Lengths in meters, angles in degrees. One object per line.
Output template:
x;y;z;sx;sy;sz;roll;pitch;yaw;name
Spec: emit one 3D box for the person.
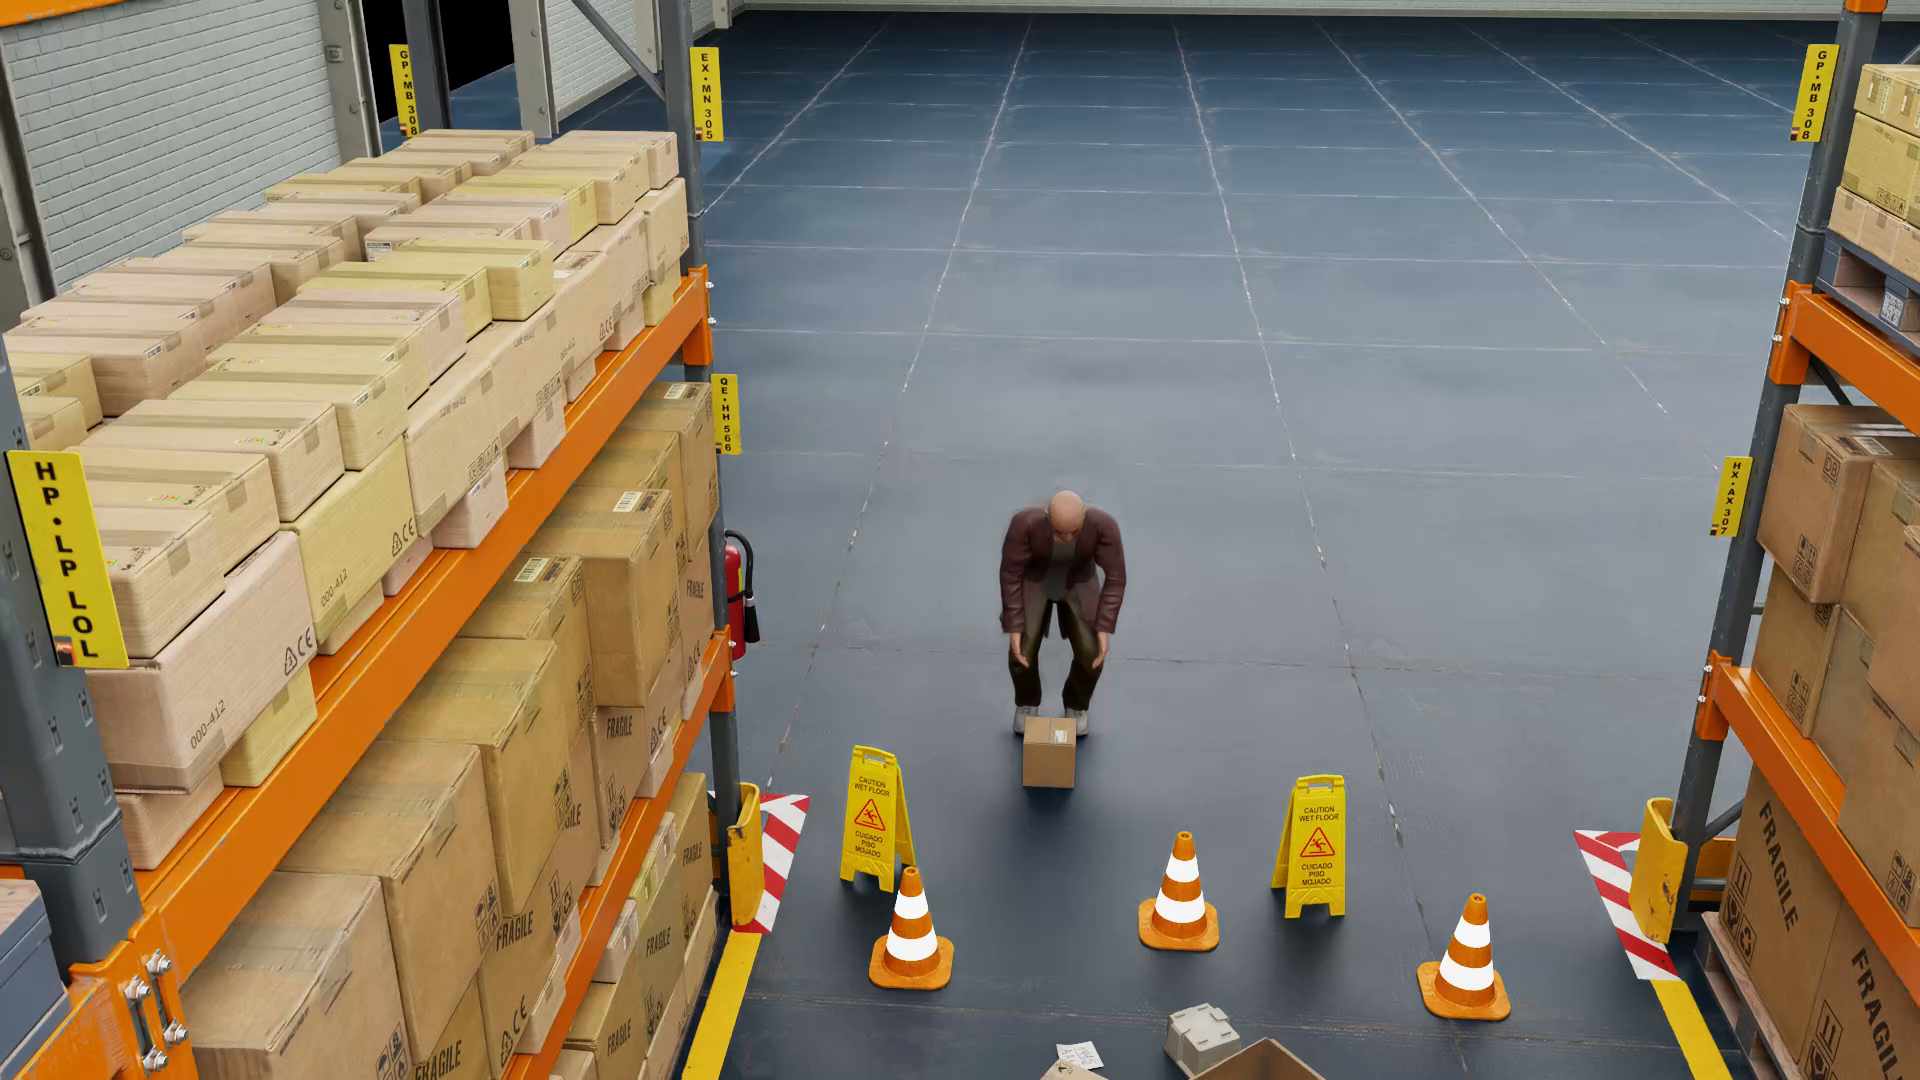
0.512;0.319;8.358;0.631;1.416;0.719;2;24;4;person
